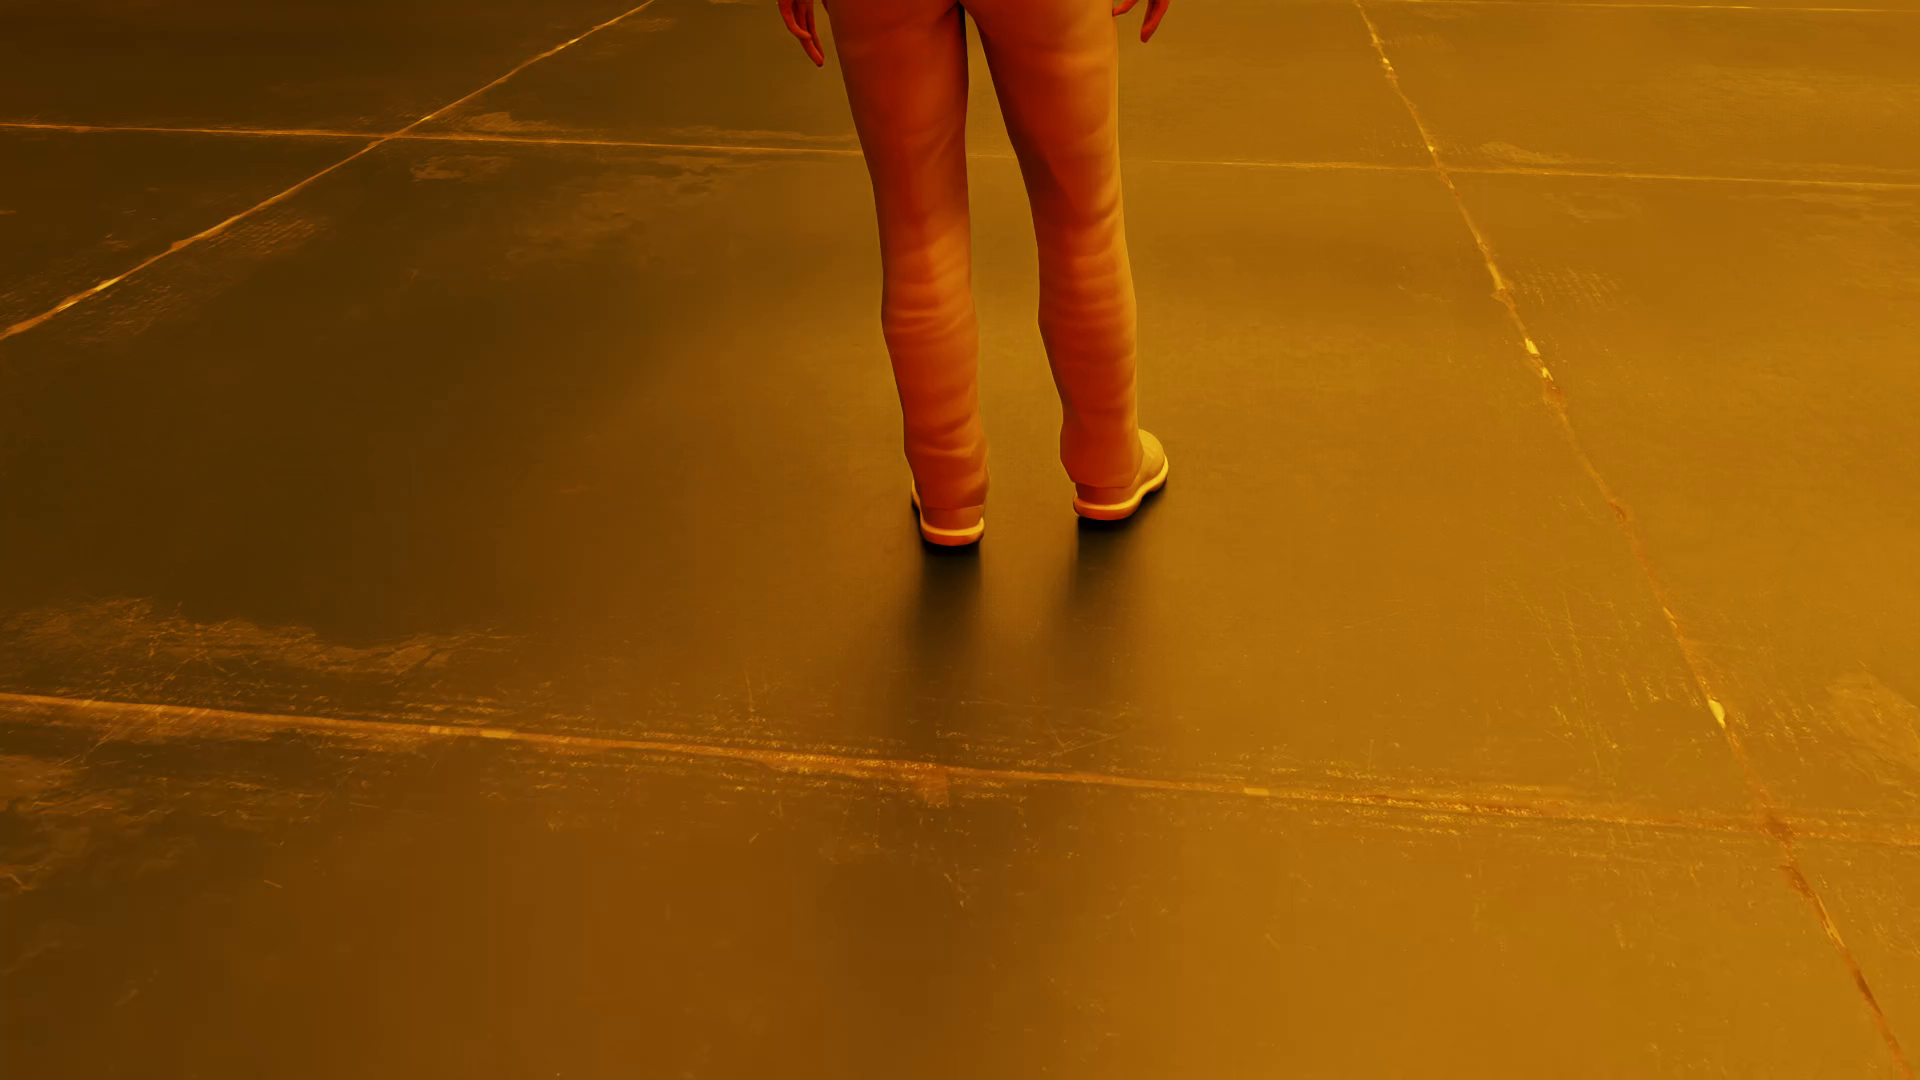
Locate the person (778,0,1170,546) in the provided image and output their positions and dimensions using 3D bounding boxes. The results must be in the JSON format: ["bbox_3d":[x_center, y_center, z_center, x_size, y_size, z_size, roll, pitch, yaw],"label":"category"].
[{"bbox_3d":[0.030,-0.796,2.182,0.569,1.695,0.530,3,27,7],"label":"person"}]
